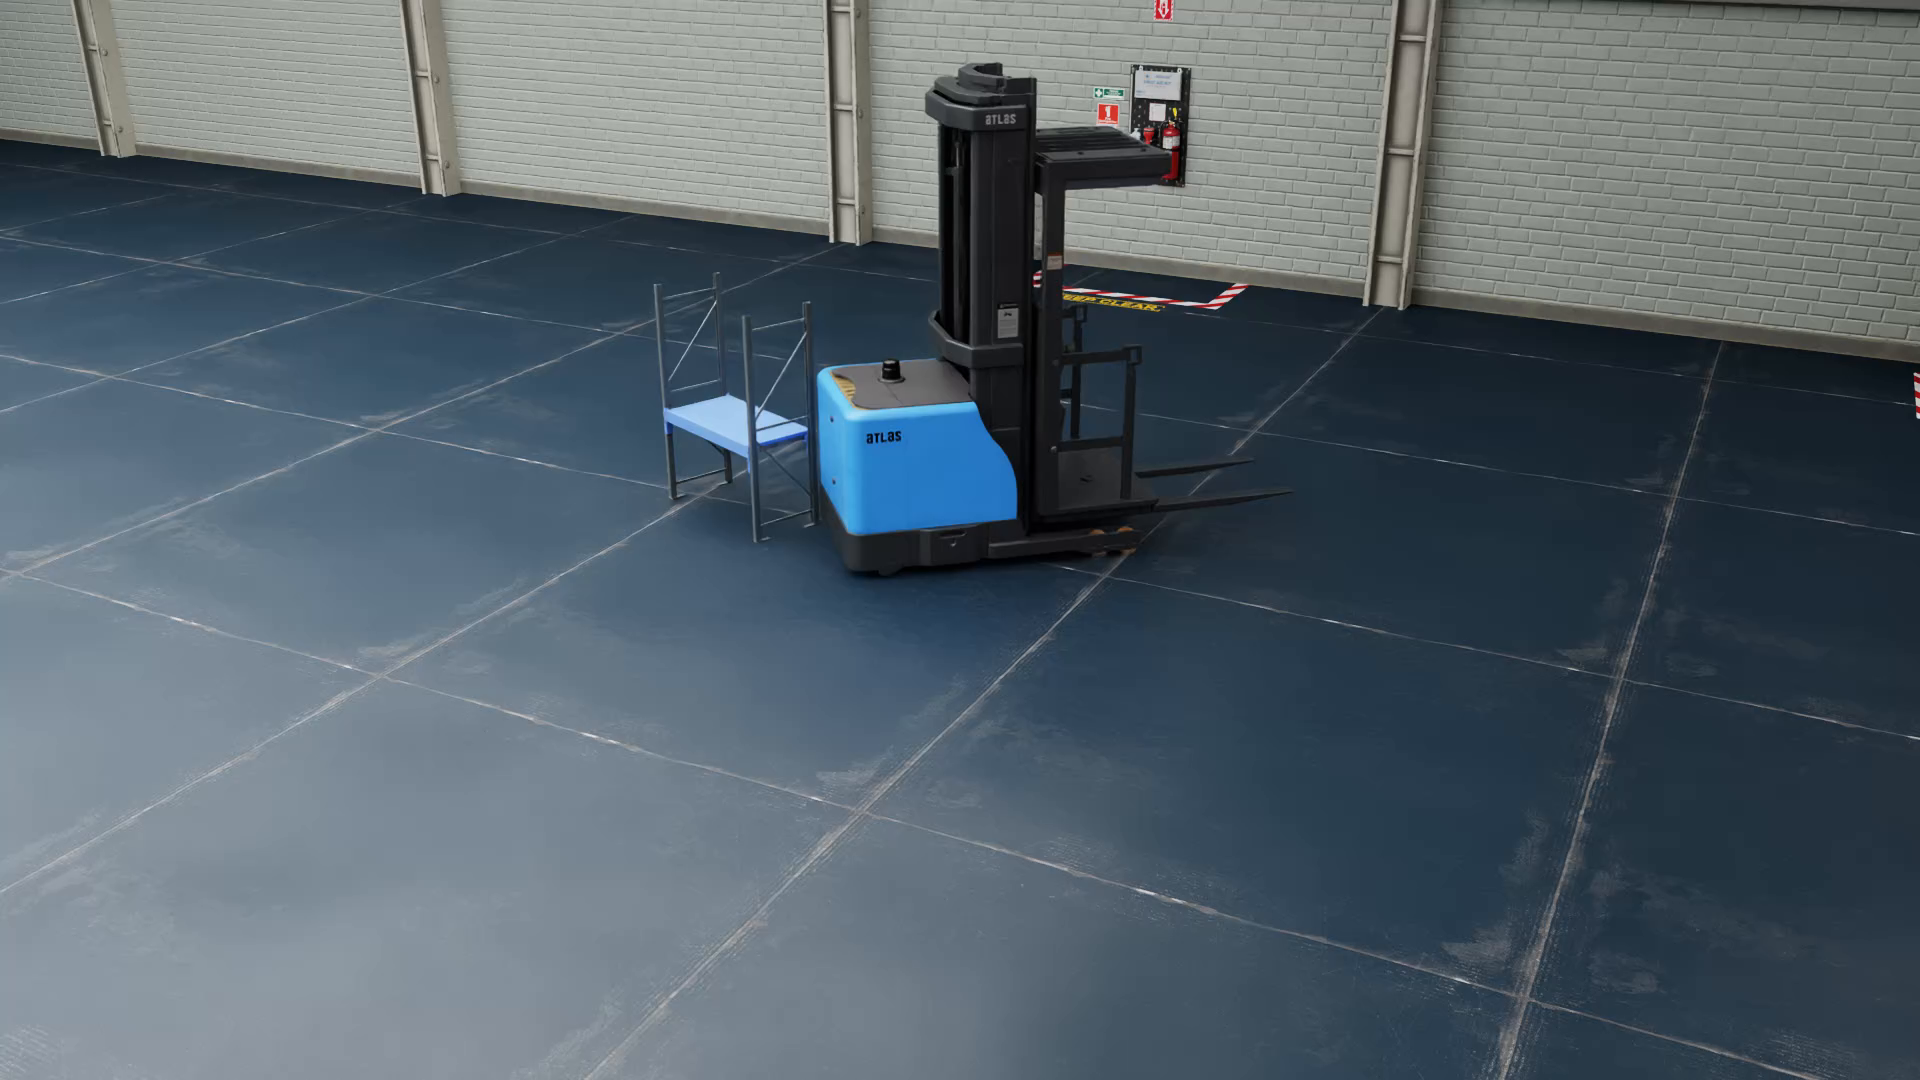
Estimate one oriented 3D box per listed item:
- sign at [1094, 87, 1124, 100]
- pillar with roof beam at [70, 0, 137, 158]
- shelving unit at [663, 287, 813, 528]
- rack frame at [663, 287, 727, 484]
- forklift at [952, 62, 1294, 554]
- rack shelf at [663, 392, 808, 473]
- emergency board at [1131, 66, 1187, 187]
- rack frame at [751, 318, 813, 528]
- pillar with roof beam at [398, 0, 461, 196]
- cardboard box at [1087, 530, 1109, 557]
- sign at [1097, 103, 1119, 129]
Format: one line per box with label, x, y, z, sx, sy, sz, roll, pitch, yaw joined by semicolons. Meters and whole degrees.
sign;1.505;-4.508;16.795;0.331;0.109;0.001;11;25;25
pillar with roof beam;-13.866;-8.104;18.307;0.400;9.000;9.100;11;25;25
shelving unit;-1.464;-0.885;10.914;0.538;1.308;1.030;-19;29;-37
rack frame;-1.799;-1.035;11.266;0.475;1.308;0.013;-19;29;-37
forklift;0.654;-1.434;10.378;3.031;2.935;1.121;-6;24;-14
rack shelf;-1.464;-0.719;10.985;0.538;0.185;1.000;-19;29;-37
emergency board;1.954;-4.117;16.598;0.636;1.158;0.192;11;25;25
rack frame;-1.132;-0.734;10.560;0.475;1.308;0.013;-19;29;-37
pillar with roof beam;-8.512;-7.044;15.816;0.400;9.000;9.100;11;25;25
cardboard box;0.870;0.020;10.503;0.200;0.156;0.197;11;25;24
sign;1.504;-4.268;16.908;0.234;0.329;0.001;11;25;25
